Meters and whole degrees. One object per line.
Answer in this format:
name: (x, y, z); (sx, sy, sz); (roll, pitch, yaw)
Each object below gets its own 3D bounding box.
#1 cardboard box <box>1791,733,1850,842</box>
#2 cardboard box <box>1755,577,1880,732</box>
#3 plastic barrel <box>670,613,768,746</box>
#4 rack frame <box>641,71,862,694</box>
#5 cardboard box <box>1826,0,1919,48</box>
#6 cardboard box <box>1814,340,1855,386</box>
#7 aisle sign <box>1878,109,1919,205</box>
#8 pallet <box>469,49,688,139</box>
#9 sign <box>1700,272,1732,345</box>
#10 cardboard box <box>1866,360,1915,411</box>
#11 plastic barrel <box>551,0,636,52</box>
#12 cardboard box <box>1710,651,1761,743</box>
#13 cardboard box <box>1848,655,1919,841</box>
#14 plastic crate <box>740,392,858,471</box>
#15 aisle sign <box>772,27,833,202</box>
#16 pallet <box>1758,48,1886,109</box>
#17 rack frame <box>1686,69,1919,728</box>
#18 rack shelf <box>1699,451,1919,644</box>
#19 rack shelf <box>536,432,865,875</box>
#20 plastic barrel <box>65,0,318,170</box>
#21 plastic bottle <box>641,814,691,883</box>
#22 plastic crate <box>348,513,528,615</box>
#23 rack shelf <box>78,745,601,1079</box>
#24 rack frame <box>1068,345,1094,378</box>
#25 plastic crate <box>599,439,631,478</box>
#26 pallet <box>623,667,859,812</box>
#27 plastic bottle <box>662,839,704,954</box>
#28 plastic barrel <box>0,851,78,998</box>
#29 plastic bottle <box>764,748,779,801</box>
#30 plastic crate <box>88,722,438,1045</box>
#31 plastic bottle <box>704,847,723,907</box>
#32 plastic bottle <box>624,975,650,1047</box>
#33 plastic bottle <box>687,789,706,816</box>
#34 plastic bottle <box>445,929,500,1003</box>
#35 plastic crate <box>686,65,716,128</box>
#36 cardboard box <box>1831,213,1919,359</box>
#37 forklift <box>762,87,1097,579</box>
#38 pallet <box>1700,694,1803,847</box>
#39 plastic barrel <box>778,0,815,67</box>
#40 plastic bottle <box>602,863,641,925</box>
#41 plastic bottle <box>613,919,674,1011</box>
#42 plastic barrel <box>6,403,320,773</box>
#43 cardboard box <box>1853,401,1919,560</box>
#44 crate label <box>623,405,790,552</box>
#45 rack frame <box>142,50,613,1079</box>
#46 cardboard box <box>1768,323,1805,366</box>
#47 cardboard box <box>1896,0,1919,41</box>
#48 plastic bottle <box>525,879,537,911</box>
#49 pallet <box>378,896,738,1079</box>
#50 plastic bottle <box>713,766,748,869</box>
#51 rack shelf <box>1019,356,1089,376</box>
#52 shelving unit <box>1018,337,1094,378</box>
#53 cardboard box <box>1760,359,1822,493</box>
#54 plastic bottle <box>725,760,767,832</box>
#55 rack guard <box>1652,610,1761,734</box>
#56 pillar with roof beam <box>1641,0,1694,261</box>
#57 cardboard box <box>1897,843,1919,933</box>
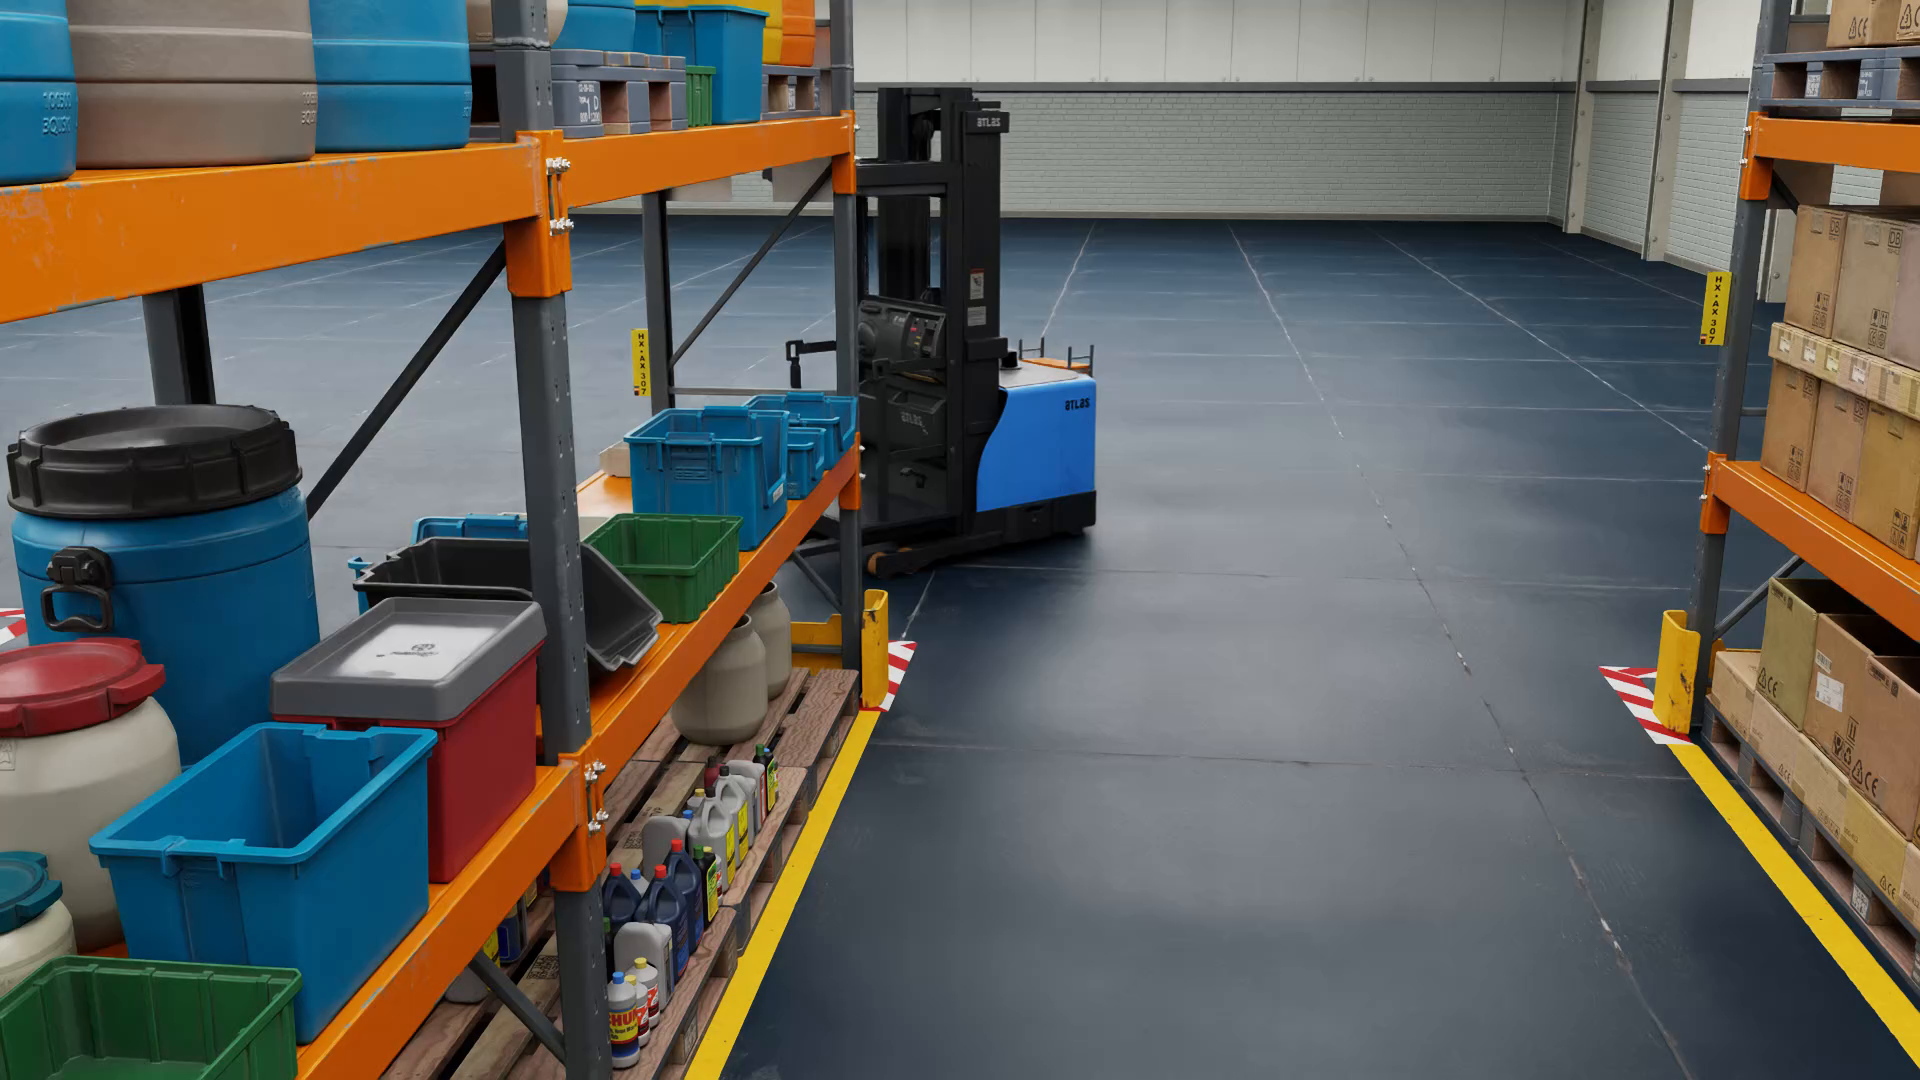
cardboard box: (3.539, 0.955, 6.347); (0.500, 0.250, 0.500); (2, 15, 6)
cardboard box: (3.594, 0.463, 6.729); (0.500, 0.500, 0.500); (2, 15, 6)
plastic barrel: (-1.046, 0.593, 7.186); (0.421, 0.512, 0.421); (0, 15, 0)
rack frame: (-0.991, -0.709, 8.036); (1.000, 3.000, 0.127); (2, 15, 6)
cardboard box: (3.861, -2.181, 6.464); (0.797, 0.503, 0.637); (3, 15, 10)
cardboard box: (3.615, -0.694, 6.550); (0.380, 0.149, 0.250); (2, 15, 6)
aisle sign: (4.229, -1.825, 7.185); (0.394, 0.787, 0.004); (2, 15, 6)
pallet: (-1.458, -1.218, 4.535); (1.213, 0.211, 1.003); (2, 15, 6)
sign: (3.379, -1.036, 7.436); (0.100, 0.325, 0.005); (2, 15, 6)
cardboard box: (3.557, -0.560, 6.052); (0.380, 0.149, 0.250); (1, 15, 4)
plastic barrel: (-1.224, -1.819, 4.631); (0.600, 0.901, 0.708); (2, 15, 6)
cardboard box: (3.648, 0.695, 7.307); (0.500, 0.250, 0.500); (2, 15, 6)
cardboard box: (3.477, 0.722, 5.771); (0.500, 0.500, 0.500); (2, 15, 6)
plastic crate: (-0.750, -0.498, 7.543); (0.499, 0.251, 0.616); (2, 15, 6)
aisle sign: (-0.688, -1.973, 7.733); (0.394, 0.787, 0.004); (2, 15, 6)
pallet: (3.825, -1.784, 6.438); (1.003, 0.211, 1.213); (2, 15, 6)
rack frame: (3.930, -0.562, 7.493); (1.000, 3.000, 0.127); (2, 15, 6)
rack shelf: (3.704, 0.304, 5.669); (1.077, 0.370, 4.000); (2, 15, 6)
rack shelf: (-1.217, 0.157, 6.212); (1.077, 0.370, 4.000); (2, 15, 6)
plastic barrel: (-1.358, -1.053, 2.604); (0.600, 0.901, 0.600); (0, 15, 0)
plastic bottle: (-1.020, 1.077, 5.807); (0.152, 0.276, 0.135); (2, 15, 6)
plastic crate: (-1.588, 0.106, 5.310); (0.499, 0.251, 0.616); (2, 15, 6)
rack shelf: (-1.668, 1.195, 2.375); (1.077, 0.370, 4.000); (2, 15, 6)
rack frame: (0.824, -0.763, 11.667); (0.240, 1.200, 0.015); (-11, 18, -41)
plastic crate: (-1.412, -0.359, 7.247); (0.298, 0.136, 0.250); (2, 15, 6)
pallet: (-1.050, 0.869, 7.543); (1.003, 0.211, 1.213); (2, 15, 6)
plastic bottle: (-0.918, 1.149, 5.398); (0.144, 0.351, 0.185); (1, 15, 4)
plastic barrel: (-1.744, 0.734, 2.965); (0.301, 0.262, 0.301); (0, 15, 0)
plastic bottle: (-0.763, 0.919, 6.535); (0.097, 0.201, 0.097); (0, 15, 0)
plastic crate: (-1.258, 0.632, 3.110); (0.392, 0.384, 0.575); (2, 15, 6)
plastic bottle: (-0.863, 1.148, 5.686); (0.097, 0.201, 0.097); (0, 15, 0)
plastic bottle: (-0.960, 1.371, 4.863); (0.097, 0.201, 0.097); (0, 15, 0)
plastic bottle: (-0.960, 1.021, 6.158); (0.097, 0.201, 0.097); (0, 15, 0)
plastic bottle: (-1.513, 1.224, 5.121); (0.144, 0.351, 0.185); (2, 15, 6)
plastic crate: (-0.994, -1.418, 5.319); (0.336, 0.188, 0.450); (2, 15, 6)
cardboard box: (3.805, -0.965, 6.308); (0.700, 0.500, 0.500); (1, 15, 5)
forklift: (-0.557, -1.327, 10.455); (3.031, 2.935, 1.130); (-11, 19, -36)
pallet: (3.885, 0.984, 7.119); (1.003, 0.211, 1.213); (2, 15, 6)
plastic barrel: (-0.920, -2.437, 7.054); (0.600, 0.830, 0.708); (2, 15, 6)
plastic bottle: (-1.082, 1.194, 5.232); (0.144, 0.351, 0.185); (2, 15, 6)
plastic bottle: (-0.962, 1.277, 5.069); (0.152, 0.276, 0.135); (2, 15, 8)
plastic barrel: (-1.787, 0.178, 3.796); (0.600, 0.901, 0.708); (2, 15, 6)
cardboard box: (3.748, -0.224, 6.054); (0.700, 0.500, 0.500); (2, 15, 7)
crate label: (-0.930, -0.240, 6.237); (0.502, 0.435, 0.616); (2, 15, 6)
rack frame: (-1.443, 0.329, 4.199); (1.000, 3.000, 0.127); (2, 15, 6)
cardboard box: (3.672, -0.828, 7.042); (0.380, 0.149, 0.250); (2, 15, 6)
cardboard box: (3.471, -1.906, 5.452); (0.500, 0.500, 0.500); (2, 15, 6)
plastic bottle: (-1.493, 1.115, 5.653); (0.061, 0.283, 0.133); (2, 15, 6)
pallet: (-1.325, 1.502, 5.203); (1.003, 0.211, 1.213); (2, 15, 6)
plastic bottle: (-0.849, 0.991, 5.984); (0.144, 0.351, 0.185); (2, 15, 9)
rack shelf: (0.671, -1.192, 11.748); (0.258, 0.148, 0.480); (-11, 18, -41)
shelving unit: (0.660, -0.810, 11.842); (0.258, 1.200, 0.503); (-11, 18, -41)
cardboard box: (3.865, -0.489, 7.034); (0.700, 0.500, 0.500); (2, 15, 6)
plastic bottle: (-0.819, 0.948, 6.286); (0.152, 0.276, 0.135); (2, 15, 7)
rack guard: (3.933, 0.639, 7.842); (1.175, 0.500, 0.348); (2, 15, 6)
pillar with roof beam: (8.064, -9.457, 28.897); (9.100, 9.000, 0.400); (2, 15, 6)
cardboard box: (3.422, 1.214, 5.389); (0.500, 0.250, 0.500); (2, 15, 6)
